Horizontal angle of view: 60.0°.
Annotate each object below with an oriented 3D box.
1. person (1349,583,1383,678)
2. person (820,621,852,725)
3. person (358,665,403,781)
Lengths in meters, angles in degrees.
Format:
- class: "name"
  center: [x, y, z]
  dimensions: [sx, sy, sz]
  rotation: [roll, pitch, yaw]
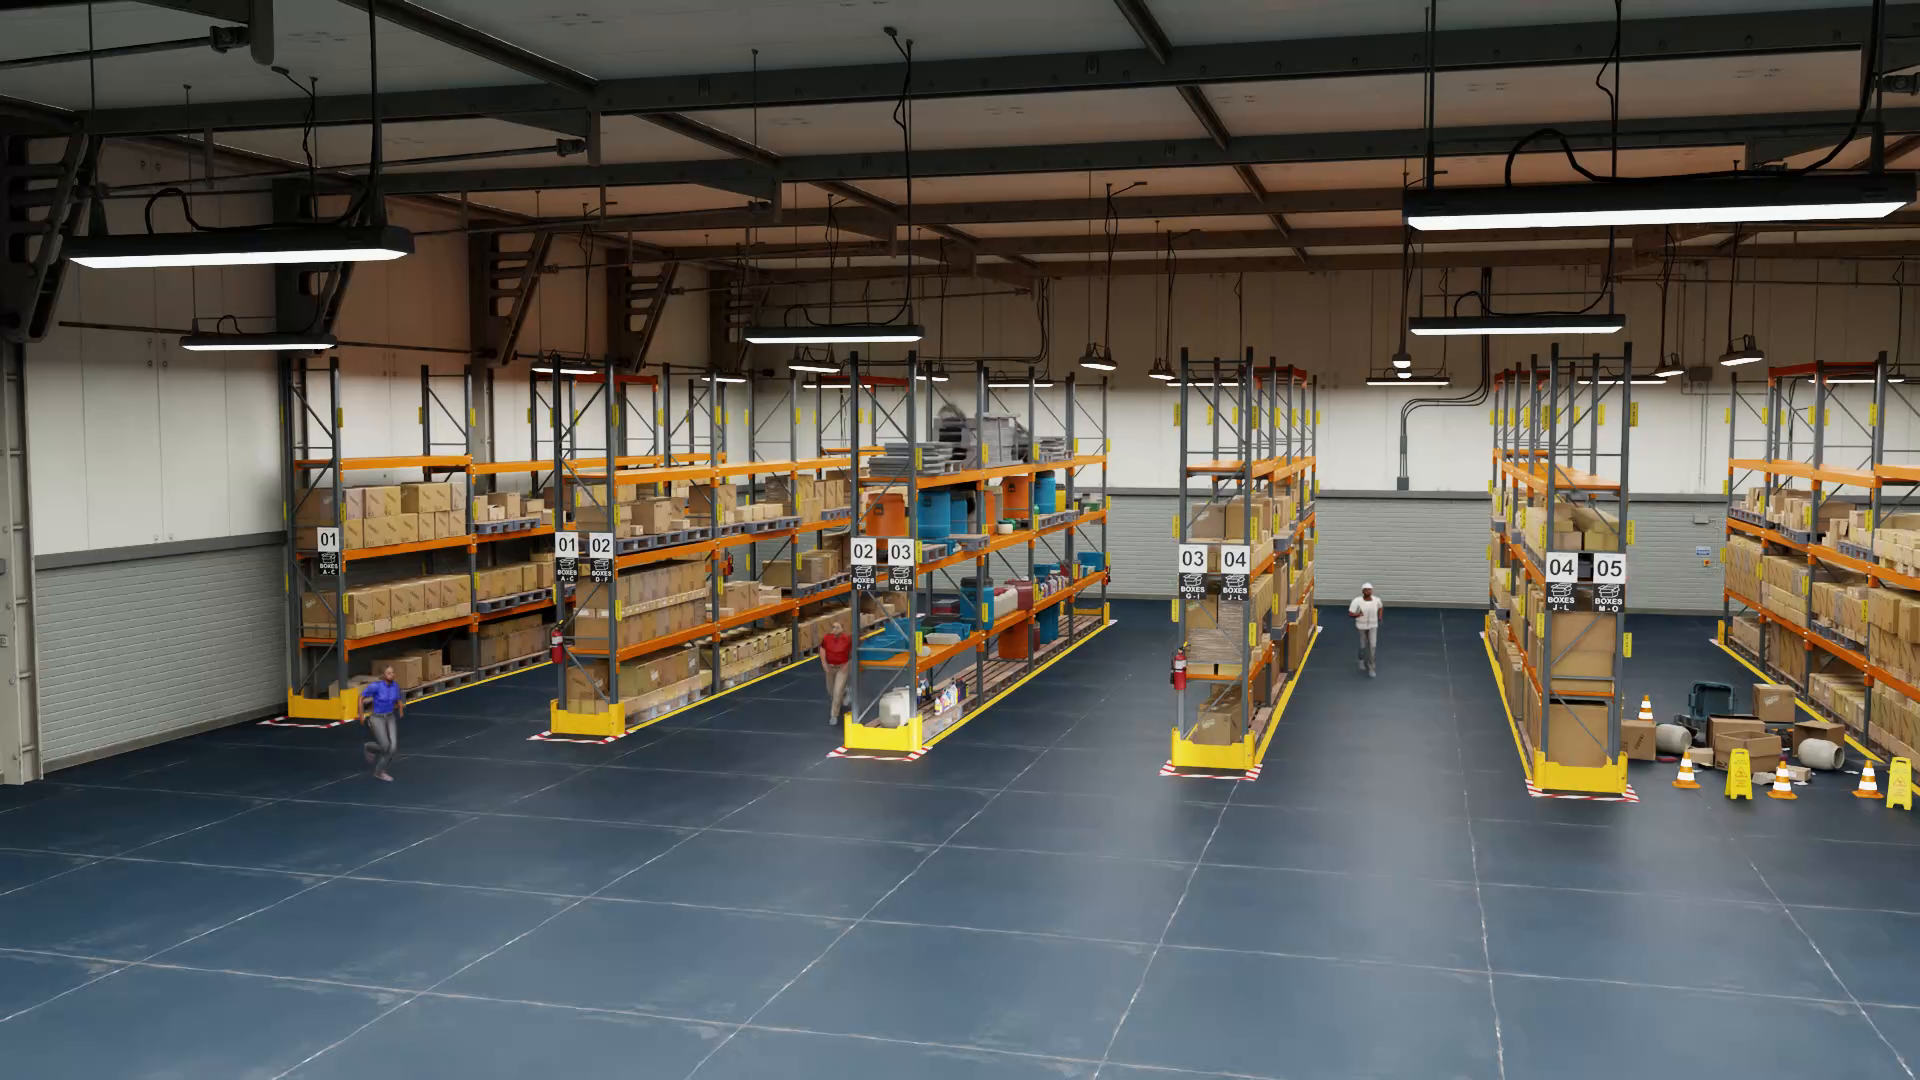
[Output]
- class: "person"
  center: [7.906, 1.722, 32.341]
  dimensions: [0.690, 1.788, 0.912]
  rotation: [0, 4, 5]
- class: "person"
  center: [-1.982, 2.169, 27.539]
  dimensions: [0.674, 1.719, 0.863]
  rotation: [1, 4, 18]
- class: "person"
  center: [-8.011, 2.531, 23.061]
  dimensions: [0.659, 1.610, 0.612]
  rotation: [3, 5, 36]
